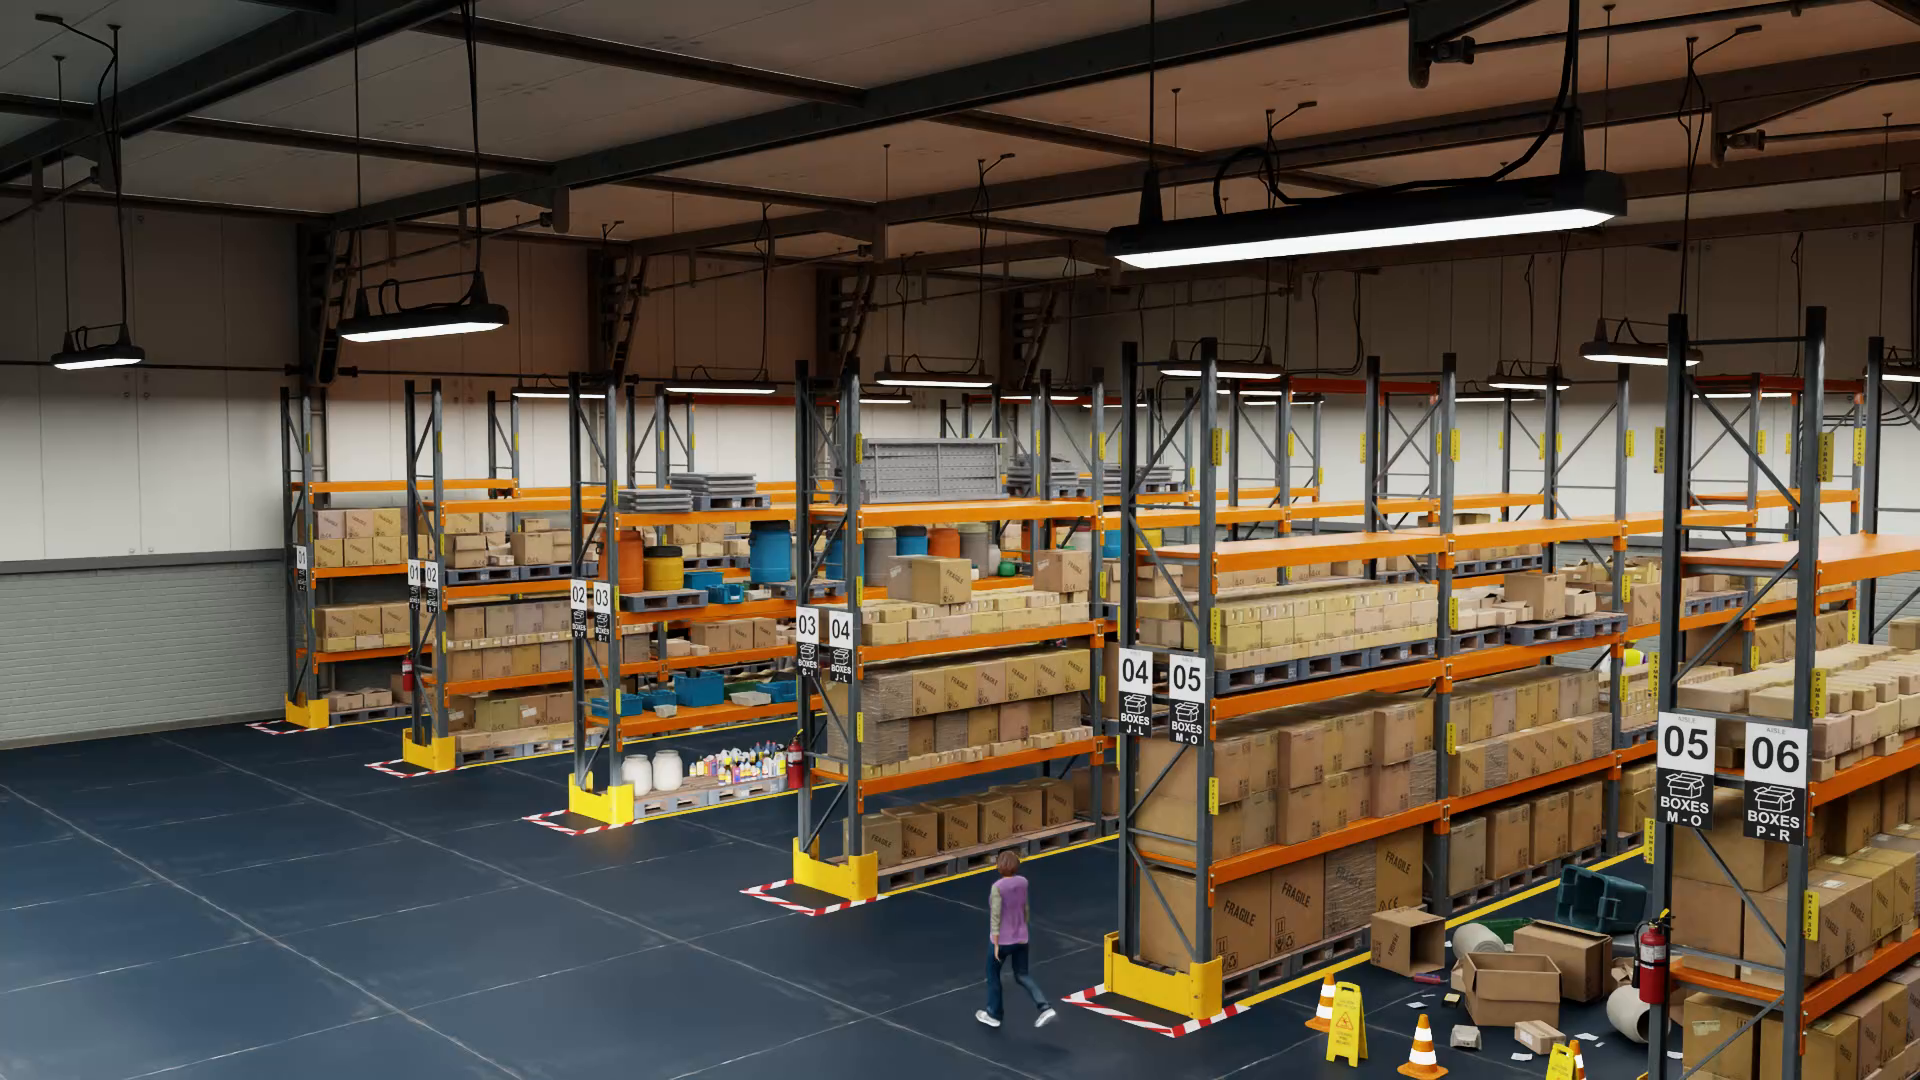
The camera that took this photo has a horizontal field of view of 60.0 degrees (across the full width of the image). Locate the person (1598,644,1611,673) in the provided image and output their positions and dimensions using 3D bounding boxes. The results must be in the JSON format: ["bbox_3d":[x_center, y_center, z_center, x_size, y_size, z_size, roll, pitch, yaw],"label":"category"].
[{"bbox_3d":[12.280,2.264,31.246,0.742,1.760,0.594,2,4,28],"label":"person"}]

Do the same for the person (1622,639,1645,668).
[{"bbox_3d":[11.444,2.458,28.460,0.529,1.712,0.994,1,4,14],"label":"person"}]

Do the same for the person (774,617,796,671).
[{"bbox_3d":[-3.368,2.295,32.765,0.487,1.583,0.485,3,5,37],"label":"person"}]

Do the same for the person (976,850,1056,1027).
[{"bbox_3d":[0.457,3.453,14.307,0.416,1.560,0.847,-3,5,-40],"label":"person"}]
